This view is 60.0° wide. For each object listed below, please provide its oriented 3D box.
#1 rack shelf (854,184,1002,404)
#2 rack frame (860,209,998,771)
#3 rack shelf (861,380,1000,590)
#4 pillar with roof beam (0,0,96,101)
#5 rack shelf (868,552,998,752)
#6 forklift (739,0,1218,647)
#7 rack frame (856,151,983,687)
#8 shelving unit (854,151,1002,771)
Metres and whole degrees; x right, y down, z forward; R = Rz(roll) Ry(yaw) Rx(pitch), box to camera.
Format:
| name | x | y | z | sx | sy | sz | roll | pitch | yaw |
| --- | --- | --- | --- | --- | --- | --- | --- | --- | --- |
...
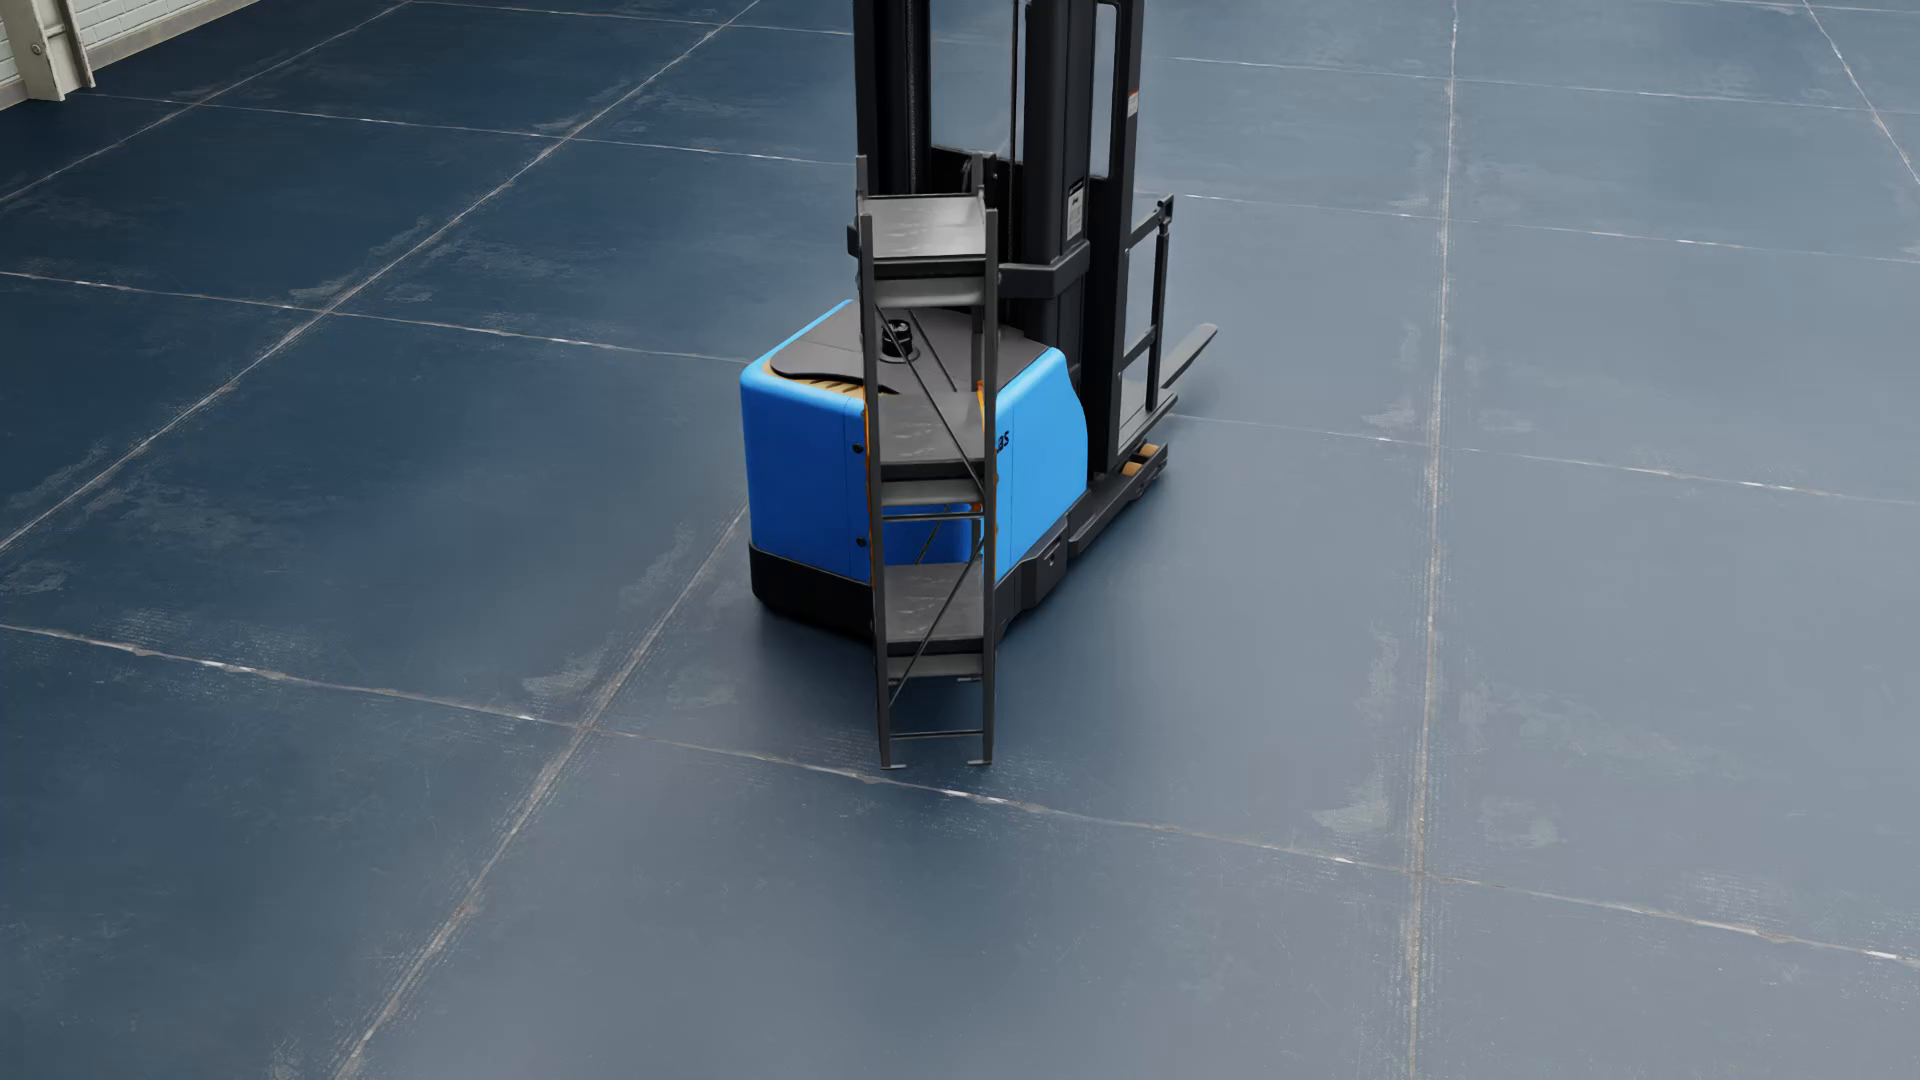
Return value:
| name | x | y | z | sx | sy | sz | roll | pitch | yaw |
| --- | --- | --- | --- | --- | --- | --- | --- | --- | --- |
| rack shelf | -0.108 | -0.779 | 5.235 | 0.431 | 0.518 | 0.480 | -3 | 33 | -4 |
| rack frame | -0.086 | -0.071 | 5.402 | 0.400 | 2.100 | 0.015 | -3 | 33 | -4 |
| rack shelf | -0.105 | -0.191 | 5.614 | 0.431 | 0.518 | 0.480 | -3 | 33 | -4 |
| pillar with roof beam | -2.640 | -6.606 | 9.254 | 9.100 | 9.000 | 0.400 | 8 | 33 | 12 |
| rack shelf | -0.103 | 0.398 | 5.992 | 0.431 | 0.518 | 0.480 | -3 | 33 | -4 |
| forklift | 0.304 | -1.532 | 6.927 | 1.130 | 2.935 | 3.031 | 17 | 36 | 24 |
| rack frame | -0.124 | -0.333 | 5.811 | 0.400 | 2.100 | 0.015 | -3 | 33 | -4 |
| shelving unit | -0.105 | -0.202 | 5.607 | 0.431 | 2.100 | 0.503 | -3 | 33 | -4 |
